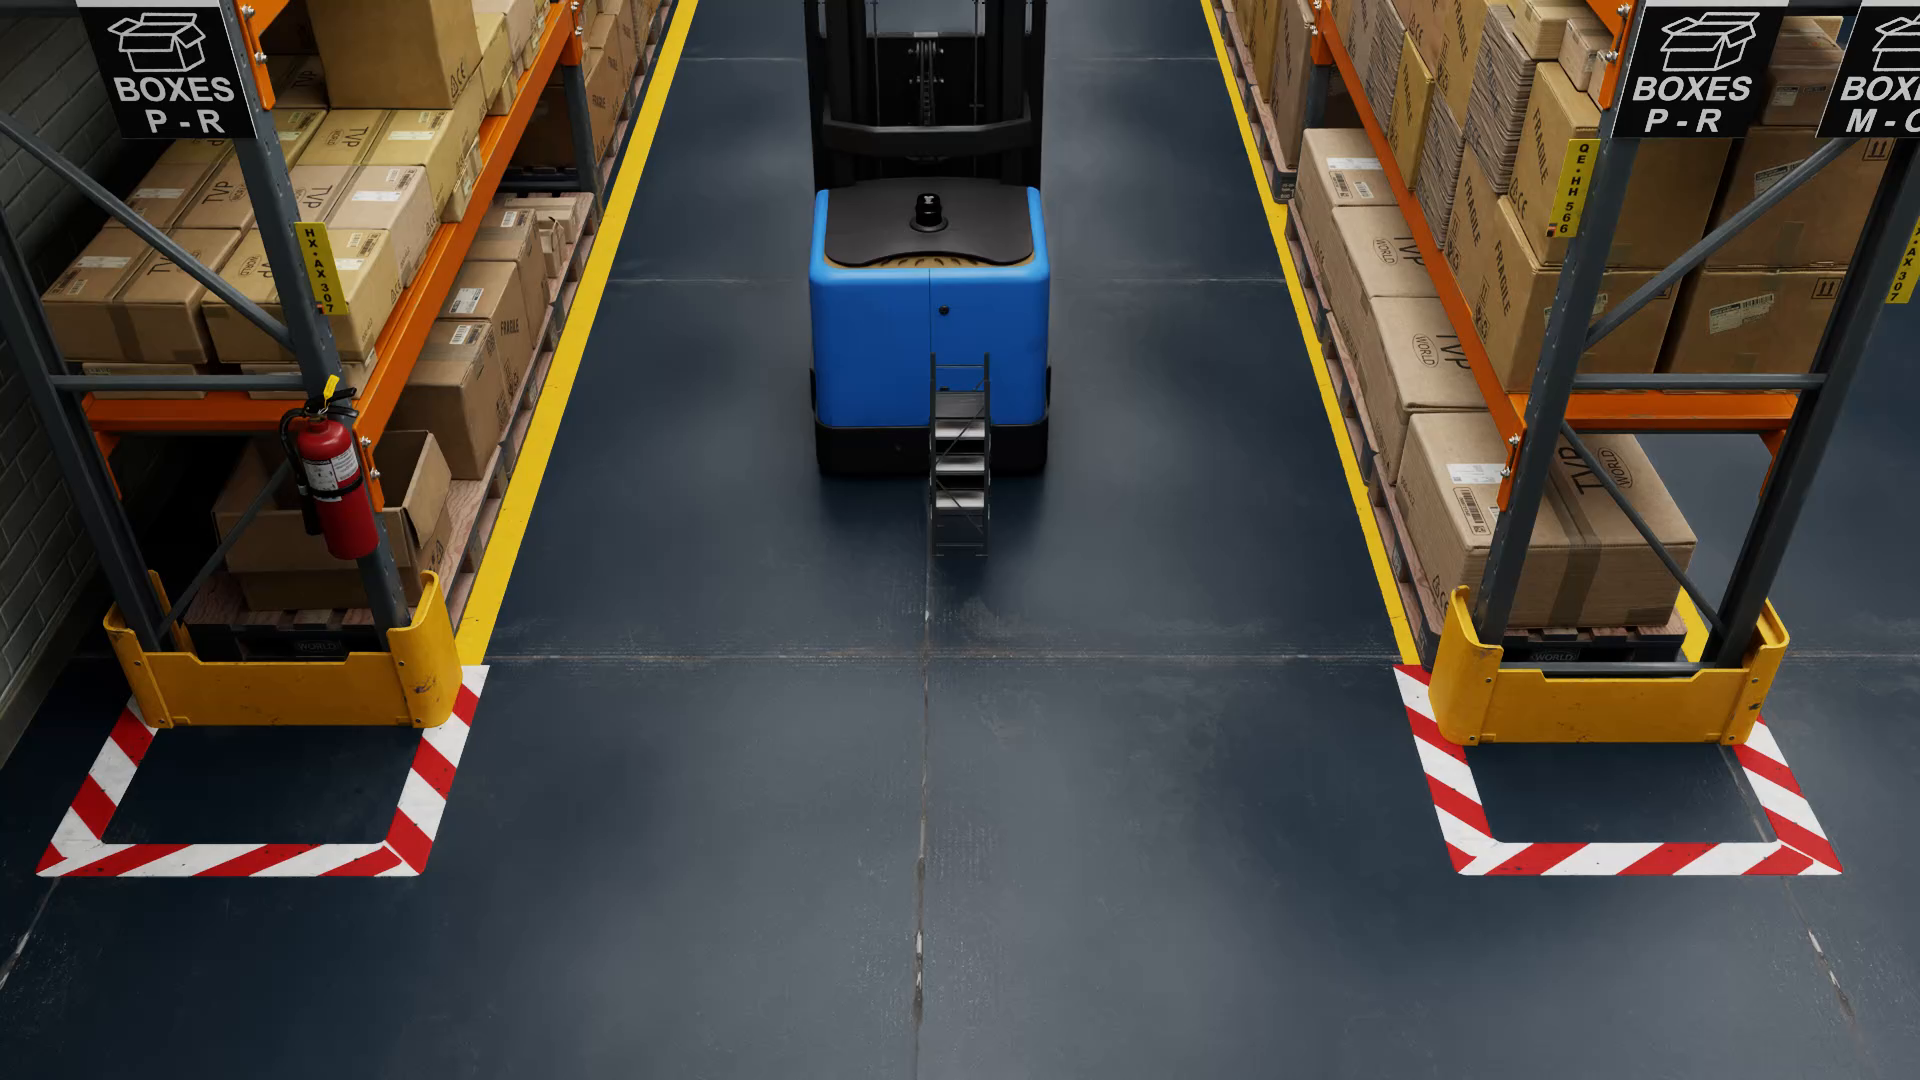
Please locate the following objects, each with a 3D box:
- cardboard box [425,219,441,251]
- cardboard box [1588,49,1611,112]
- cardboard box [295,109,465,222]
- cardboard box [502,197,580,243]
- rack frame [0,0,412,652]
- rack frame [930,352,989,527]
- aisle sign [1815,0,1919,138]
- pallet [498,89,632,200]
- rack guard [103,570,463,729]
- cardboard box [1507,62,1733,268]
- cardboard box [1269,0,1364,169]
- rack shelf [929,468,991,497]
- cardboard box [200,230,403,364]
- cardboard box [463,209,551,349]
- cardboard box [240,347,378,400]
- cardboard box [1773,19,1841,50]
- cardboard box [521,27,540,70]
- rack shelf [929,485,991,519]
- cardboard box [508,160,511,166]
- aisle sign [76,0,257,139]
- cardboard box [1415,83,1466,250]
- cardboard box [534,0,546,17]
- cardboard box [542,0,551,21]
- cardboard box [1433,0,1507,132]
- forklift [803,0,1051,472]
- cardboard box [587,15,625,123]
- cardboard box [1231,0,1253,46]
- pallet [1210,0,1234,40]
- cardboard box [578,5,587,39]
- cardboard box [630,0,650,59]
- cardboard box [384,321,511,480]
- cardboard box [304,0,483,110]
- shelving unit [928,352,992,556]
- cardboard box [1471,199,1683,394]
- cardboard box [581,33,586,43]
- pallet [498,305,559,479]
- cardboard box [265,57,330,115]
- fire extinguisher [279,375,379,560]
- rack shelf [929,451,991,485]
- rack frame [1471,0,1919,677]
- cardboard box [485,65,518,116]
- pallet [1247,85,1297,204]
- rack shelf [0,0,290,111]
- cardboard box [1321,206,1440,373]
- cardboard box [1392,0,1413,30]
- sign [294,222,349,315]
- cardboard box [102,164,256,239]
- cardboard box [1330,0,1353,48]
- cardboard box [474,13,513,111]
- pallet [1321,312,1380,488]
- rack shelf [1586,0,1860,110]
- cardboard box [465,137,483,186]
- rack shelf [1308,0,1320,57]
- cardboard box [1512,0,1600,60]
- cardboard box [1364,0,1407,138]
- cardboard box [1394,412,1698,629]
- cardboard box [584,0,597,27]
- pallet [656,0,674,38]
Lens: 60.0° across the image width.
[{"bbox_3d":[-2.302,-1.267,6.633,0.380,0.149,0.250,1,39,1],"label":"cardboard box"},{"bbox_3d":[2.214,-1.424,5.230,0.380,0.149,0.250,0,39,1],"label":"cardboard box"},{"bbox_3d":[-2.285,-1.485,6.587,0.500,0.250,0.500,-1,39,-1],"label":"cardboard box"},{"bbox_3d":[-2.259,-1.716,8.937,0.380,0.149,0.250,-1,39,-1],"label":"cardboard box"},{"bbox_3d":[-2.549,-0.512,5.490,1.000,3.000,0.127,0,39,0],"label":"rack frame"},{"bbox_3d":[0.000,-0.410,7.042,0.240,0.900,0.006,0,39,0],"label":"rack frame"},{"bbox_3d":[2.705,-1.487,4.628,0.394,0.787,0.004,0,39,0],"label":"aisle sign"},{"bbox_3d":[-2.592,-2.433,10.118,1.003,0.211,1.213,0,39,0],"label":"pallet"},{"bbox_3d":[-2.549,0.416,6.331,1.175,0.500,0.348,0,39,0],"label":"rack guard"},{"bbox_3d":[2.176,-1.248,5.529,0.500,0.500,0.500,1,39,1],"label":"cardboard box"},{"bbox_3d":[2.329,-2.741,9.635,0.875,0.875,0.875,1,39,1],"label":"cardboard box"},{"bbox_3d":[0.000,-0.250,7.039,0.258,0.077,0.200,0,39,0],"label":"rack shelf"},{"bbox_3d":[-2.280,-0.853,5.798,0.500,0.250,0.500,0,39,0],"label":"cardboard box"},{"bbox_3d":[-2.418,-1.266,8.095,0.700,0.500,0.500,-1,39,-2],"label":"cardboard box"},{"bbox_3d":[-2.275,-0.619,5.825,0.380,0.149,0.250,0,39,0],"label":"cardboard box"},{"bbox_3d":[2.620,-1.586,5.432,0.380,0.149,0.250,1,39,1],"label":"cardboard box"},{"bbox_3d":[-2.254,-2.390,8.035,0.380,0.149,0.250,1,39,1],"label":"cardboard box"},{"bbox_3d":[0.000,-0.180,7.096,0.258,0.077,0.200,0,39,0],"label":"rack shelf"},{"bbox_3d":[-2.850,-2.508,9.644,0.500,0.500,0.500,0,39,0],"label":"cardboard box"},{"bbox_3d":[-2.255,-1.484,4.624,0.394,0.787,0.004,0,39,0],"label":"aisle sign"},{"bbox_3d":[2.153,-1.493,6.635,0.500,0.500,0.500,1,39,1],"label":"cardboard box"},{"bbox_3d":[-2.309,-2.752,8.168,0.500,0.250,0.500,1,39,1],"label":"cardboard box"},{"bbox_3d":[-2.301,-2.716,8.441,0.380,0.149,0.250,0,39,1],"label":"cardboard box"},{"bbox_3d":[2.149,-1.884,6.323,0.500,0.500,0.500,0,39,0],"label":"cardboard box"},{"bbox_3d":[-0.163,-2.347,7.835,1.130,2.935,3.031,-1,39,-1],"label":"forklift"},{"bbox_3d":[-2.340,-2.837,10.055,0.500,0.500,0.500,-1,39,-1],"label":"cardboard box"},{"bbox_3d":[2.320,-3.865,11.038,0.875,0.875,0.875,0,39,1],"label":"cardboard box"},{"bbox_3d":[2.331,-3.939,11.996,1.003,0.211,1.213,0,39,0],"label":"pallet"},{"bbox_3d":[-2.336,-2.958,9.448,0.380,0.149,0.250,-2,39,-2],"label":"cardboard box"},{"bbox_3d":[-2.330,-3.473,10.849,0.500,0.500,0.500,-1,39,-2],"label":"cardboard box"},{"bbox_3d":[-2.417,-0.617,7.284,0.700,0.500,0.500,1,39,2],"label":"cardboard box"},{"bbox_3d":[-2.282,-2.084,6.734,0.500,0.500,0.500,1,39,1],"label":"cardboard box"},{"bbox_3d":[0.000,-0.346,6.962,0.258,0.900,0.210,0,39,0],"label":"shelving unit"},{"bbox_3d":[2.149,-0.858,5.842,0.500,0.500,0.500,0,39,0],"label":"cardboard box"},{"bbox_3d":[-2.366,-2.852,9.555,0.380,0.149,0.250,-1,39,-1],"label":"cardboard box"},{"bbox_3d":[-2.550,-0.730,7.993,1.003,0.211,1.213,0,39,0],"label":"pallet"},{"bbox_3d":[-2.811,-1.816,6.999,0.500,0.250,0.500,0,39,0],"label":"cardboard box"},{"bbox_3d":[-2.087,-0.244,5.516,0.296,0.674,0.183,0,39,0],"label":"fire extinguisher"},{"bbox_3d":[0.000,-0.320,6.983,0.258,0.077,0.200,0,39,0],"label":"rack shelf"},{"bbox_3d":[2.415,-0.517,5.497,1.000,3.000,0.127,0,39,0],"label":"rack frame"},{"bbox_3d":[-2.253,-2.067,7.631,0.380,0.149,0.250,-1,39,-1],"label":"cardboard box"},{"bbox_3d":[2.334,-2.413,10.092,1.003,0.211,1.213,0,39,0],"label":"pallet"},{"bbox_3d":[-2.551,-2.652,6.337,1.077,0.370,4.000,0,39,0],"label":"rack shelf"},{"bbox_3d":[2.305,-1.230,8.100,0.875,0.438,0.875,-1,39,-1],"label":"cardboard box"},{"bbox_3d":[2.152,-2.514,7.109,0.500,0.500,0.500,1,39,1],"label":"cardboard box"},{"bbox_3d":[-2.006,-0.850,5.220,0.100,0.325,0.005,0,39,0],"label":"sign"},{"bbox_3d":[-2.814,-1.179,6.205,0.500,0.250,0.500,0,39,0],"label":"cardboard box"},{"bbox_3d":[2.149,-2.764,8.221,0.500,0.500,0.500,1,39,1],"label":"cardboard box"},{"bbox_3d":[-2.306,-2.127,7.388,0.500,0.250,0.500,0,39,0],"label":"cardboard box"},{"bbox_3d":[2.337,-0.690,7.943,1.003,0.211,1.213,0,39,0],"label":"pallet"},{"bbox_3d":[2.412,-2.658,6.345,1.077,0.370,4.000,0,39,0],"label":"rack shelf"},{"bbox_3d":[-2.248,-1.590,7.036,0.380,0.149,0.250,1,39,1],"label":"cardboard box"},{"bbox_3d":[2.408,-3.989,10.404,1.077,0.370,4.000,0,39,0],"label":"rack shelf"},{"bbox_3d":[2.105,-1.744,5.630,0.380,0.149,0.250,0,39,0],"label":"cardboard box"},{"bbox_3d":[2.139,-2.138,7.440,0.500,0.500,0.500,0,39,0],"label":"cardboard box"},{"bbox_3d":[2.314,-0.094,6.682,0.875,0.438,0.875,-1,39,-2],"label":"cardboard box"},{"bbox_3d":[-2.391,-3.184,9.969,0.380,0.149,0.250,-1,39,-1],"label":"cardboard box"},{"bbox_3d":[-2.595,-3.959,12.022,1.003,0.211,1.213,0,39,0],"label":"pallet"}]
